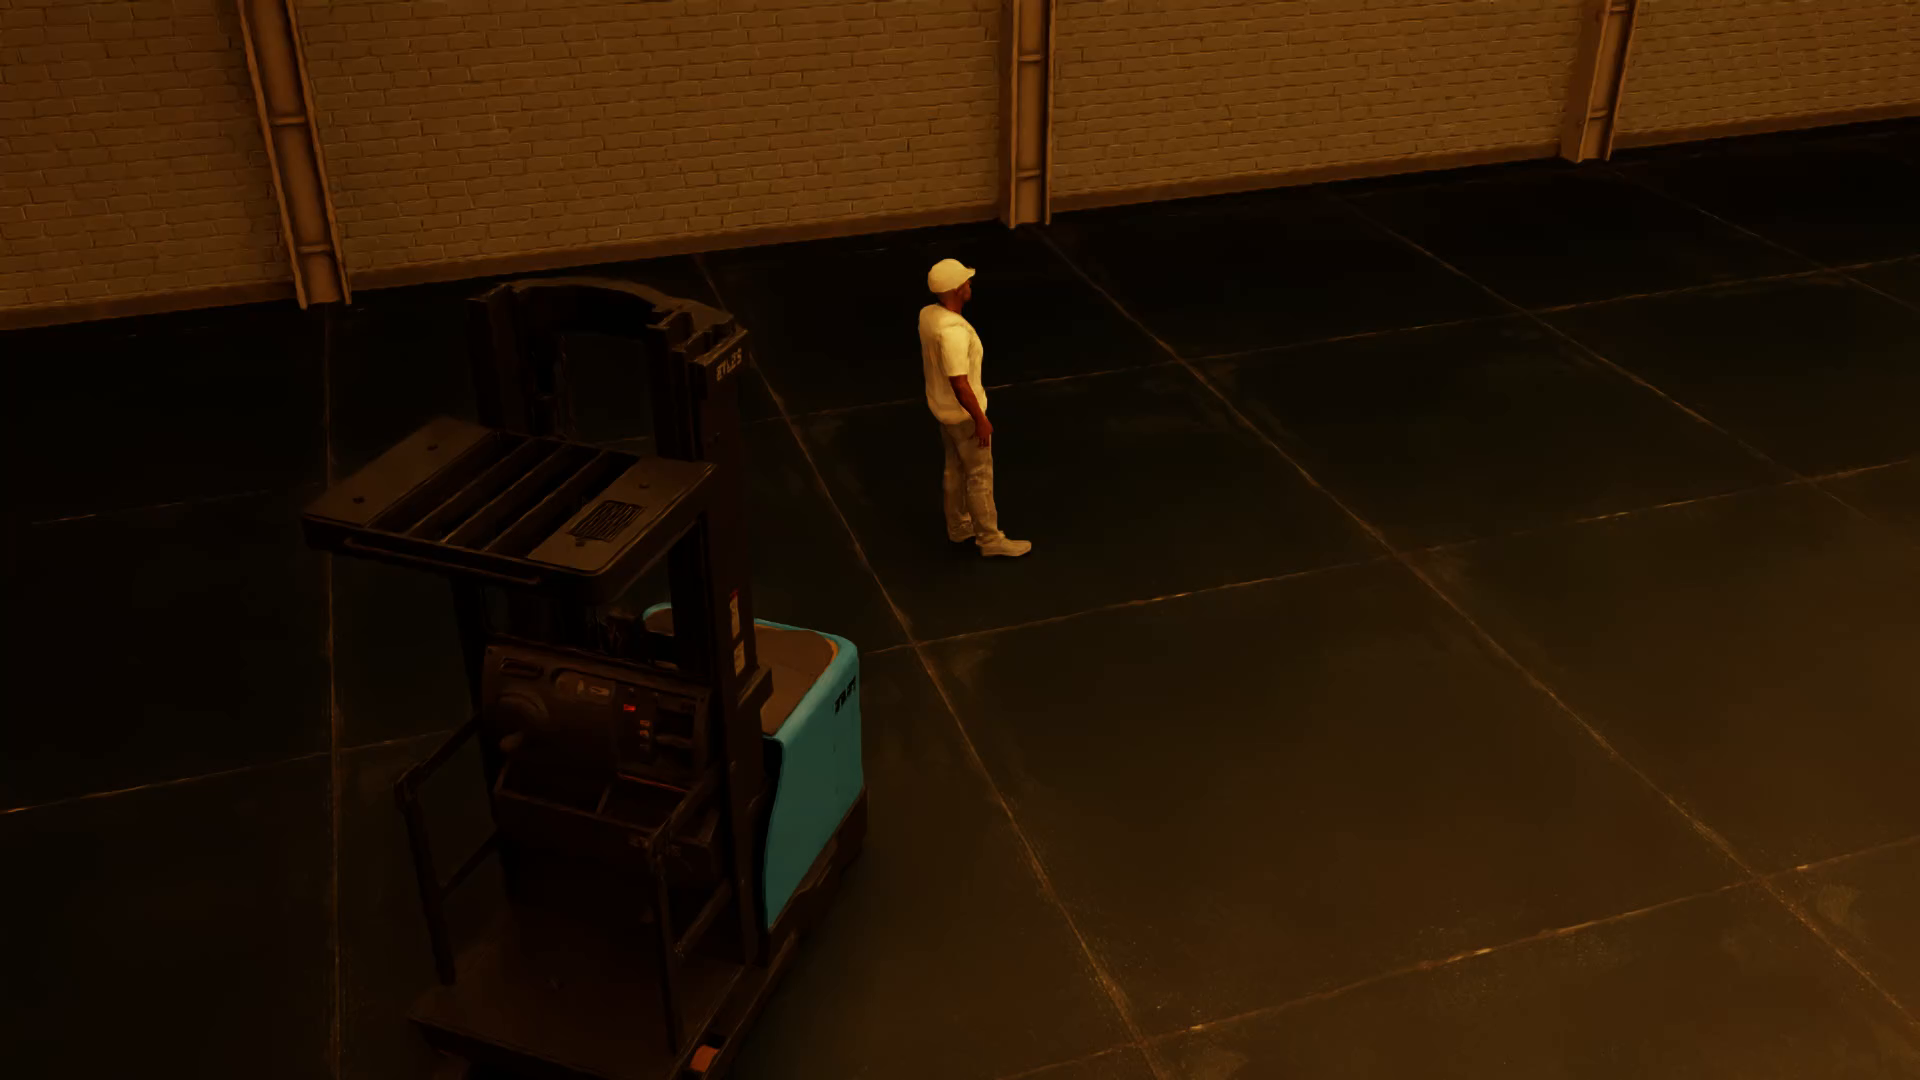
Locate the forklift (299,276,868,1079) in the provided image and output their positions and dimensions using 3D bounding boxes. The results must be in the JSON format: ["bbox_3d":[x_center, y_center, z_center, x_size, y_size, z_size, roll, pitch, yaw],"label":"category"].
[{"bbox_3d":[-1.406,0.689,5.889,1.130,2.935,3.031,10,32,17],"label":"forklift"}]

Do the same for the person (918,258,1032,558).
[{"bbox_3d":[0.068,-0.780,9.597,0.576,1.766,0.665,-10,31,-16],"label":"person"}]
